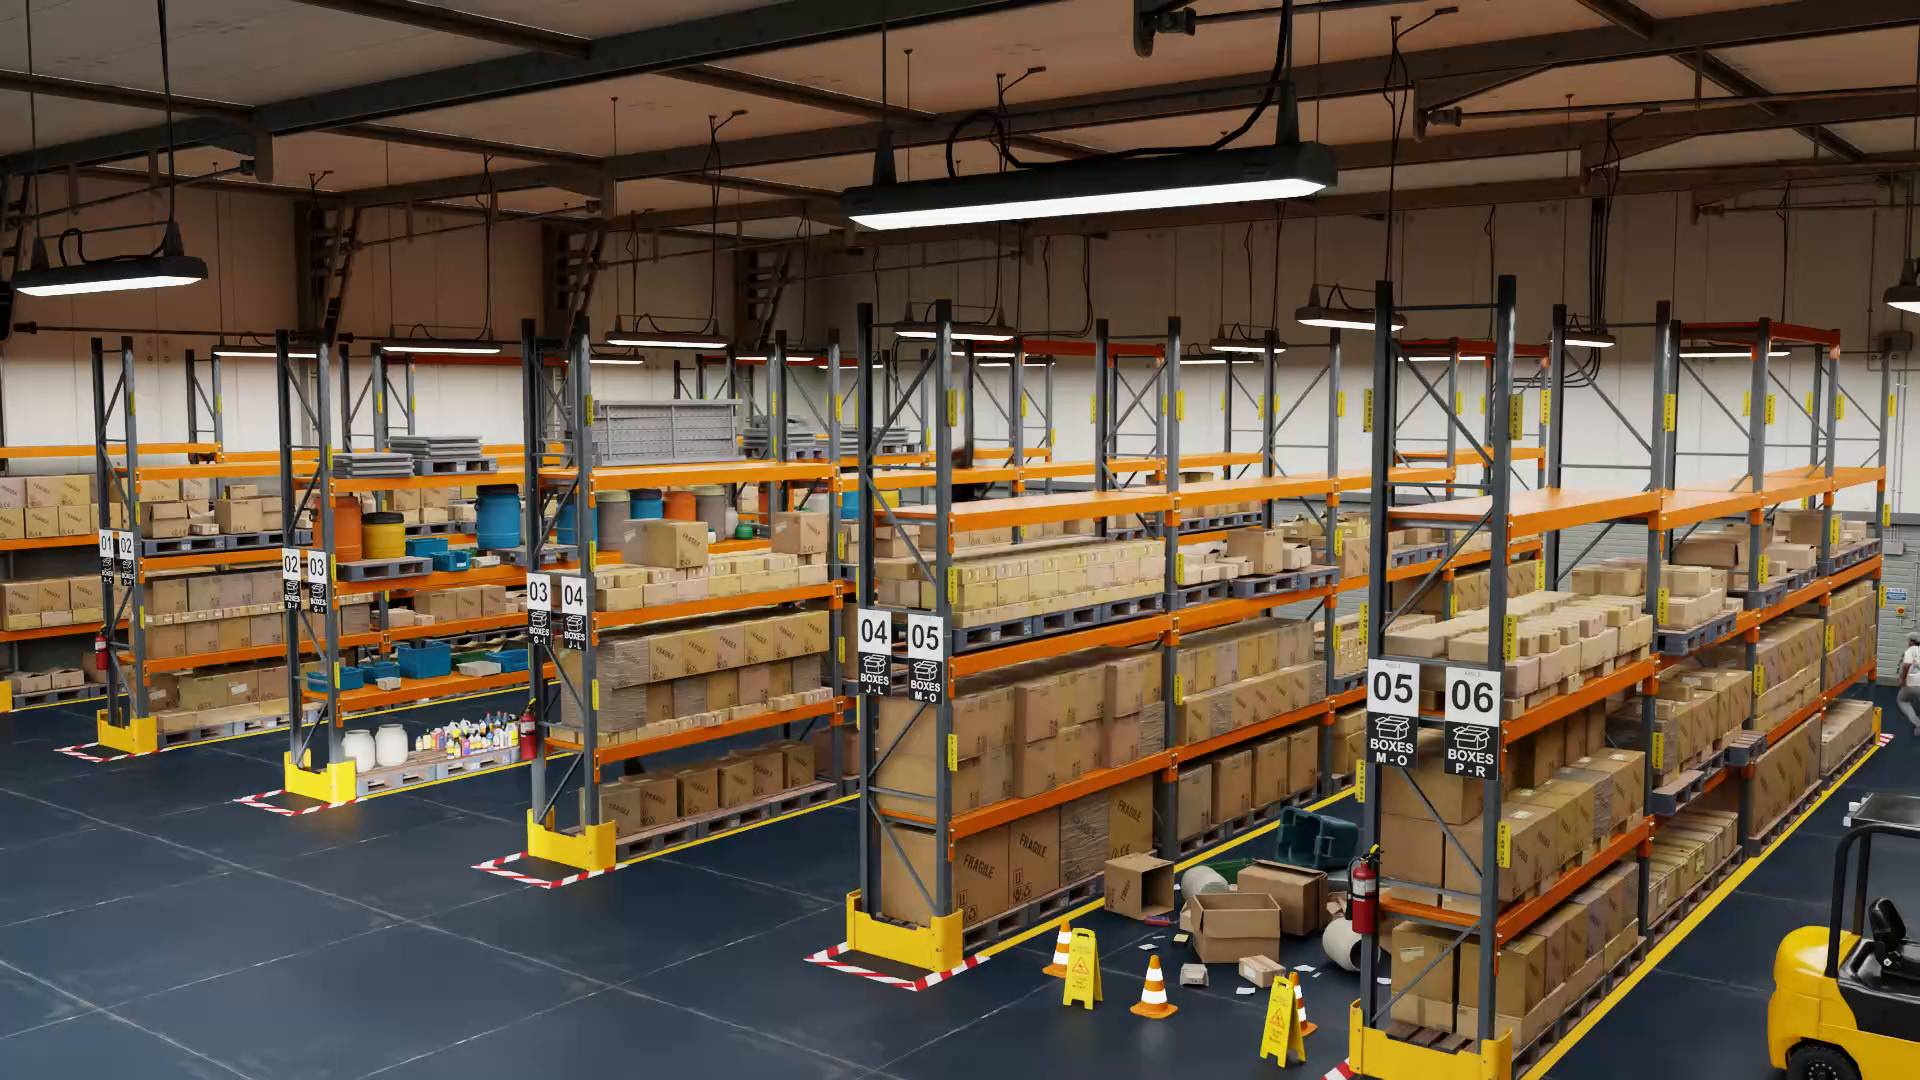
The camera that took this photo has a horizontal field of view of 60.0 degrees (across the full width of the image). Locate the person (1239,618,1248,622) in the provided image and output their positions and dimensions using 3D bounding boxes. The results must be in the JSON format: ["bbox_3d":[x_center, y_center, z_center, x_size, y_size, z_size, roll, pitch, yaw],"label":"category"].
[{"bbox_3d":[4.610,2.035,27.082,0.537,1.549,0.582,3,6,31],"label":"person"}]

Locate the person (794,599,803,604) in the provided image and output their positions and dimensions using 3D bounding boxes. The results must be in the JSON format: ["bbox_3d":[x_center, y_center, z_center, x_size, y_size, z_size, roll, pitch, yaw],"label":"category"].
[{"bbox_3d":[-2.888,1.615,30.943,0.674,1.751,0.587,3,6,34],"label":"person"}]

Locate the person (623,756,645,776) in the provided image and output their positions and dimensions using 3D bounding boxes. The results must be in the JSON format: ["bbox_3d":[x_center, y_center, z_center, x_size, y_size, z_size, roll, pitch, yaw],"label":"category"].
[{"bbox_3d":[-4.325,2.400,21.654,0.685,1.826,0.749,2,5,24],"label":"person"}]

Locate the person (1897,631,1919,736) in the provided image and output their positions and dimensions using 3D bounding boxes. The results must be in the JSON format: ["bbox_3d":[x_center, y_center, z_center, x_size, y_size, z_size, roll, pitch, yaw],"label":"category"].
[{"bbox_3d":[14.419,2.179,25.101,0.666,1.629,0.609,0,5,-4],"label":"person"}]
